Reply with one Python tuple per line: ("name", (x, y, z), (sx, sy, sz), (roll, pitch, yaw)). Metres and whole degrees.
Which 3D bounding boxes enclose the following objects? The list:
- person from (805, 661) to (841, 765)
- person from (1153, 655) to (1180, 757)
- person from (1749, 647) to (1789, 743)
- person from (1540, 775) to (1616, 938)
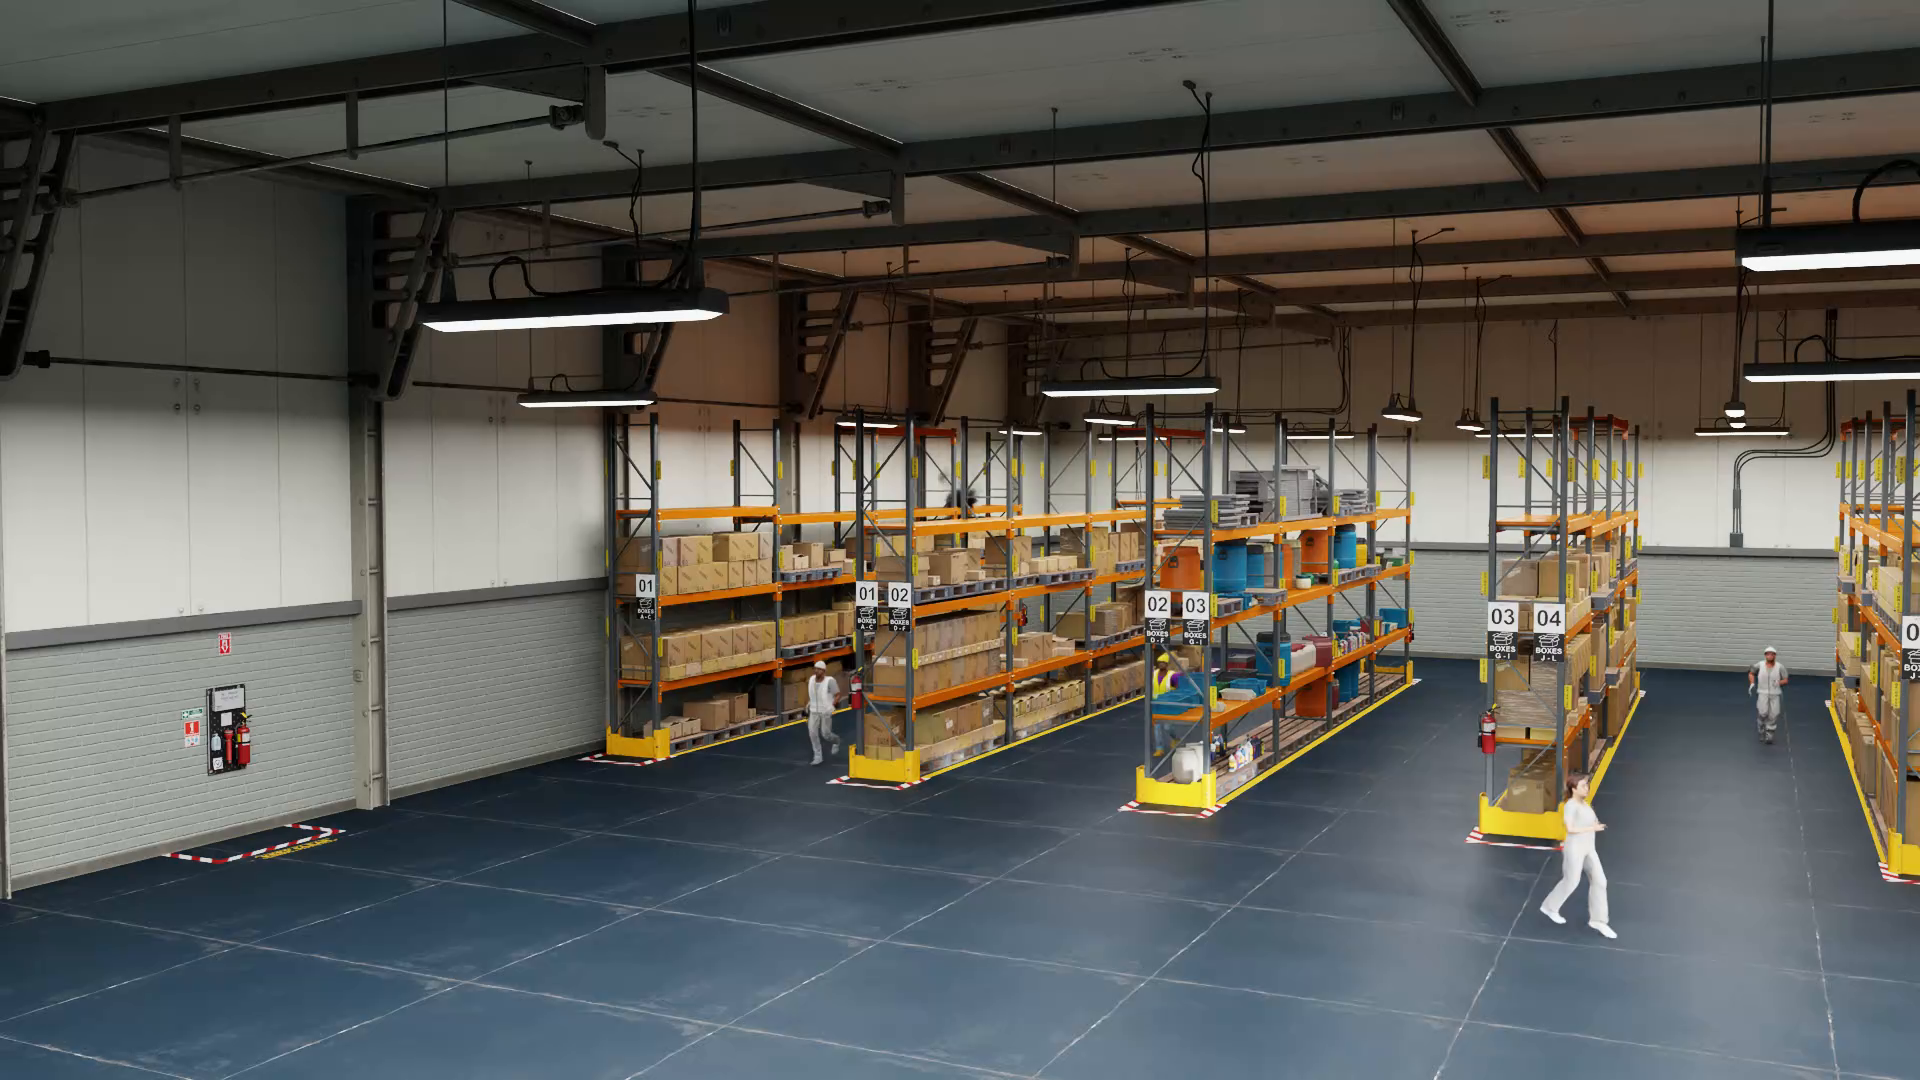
("person", (-2.339, 2.934, 28.478), (0.670, 1.752, 0.804), (1, 3, 22))
("person", (3.577, 2.893, 29.208), (0.706, 1.758, 0.791), (1, 3, 28))
("person", (14.736, 2.830, 30.304), (0.644, 1.755, 0.666), (1, 3, 23))
("person", (6.689, 3.387, 17.984), (0.559, 1.701, 0.831), (-2, 3, -40))
